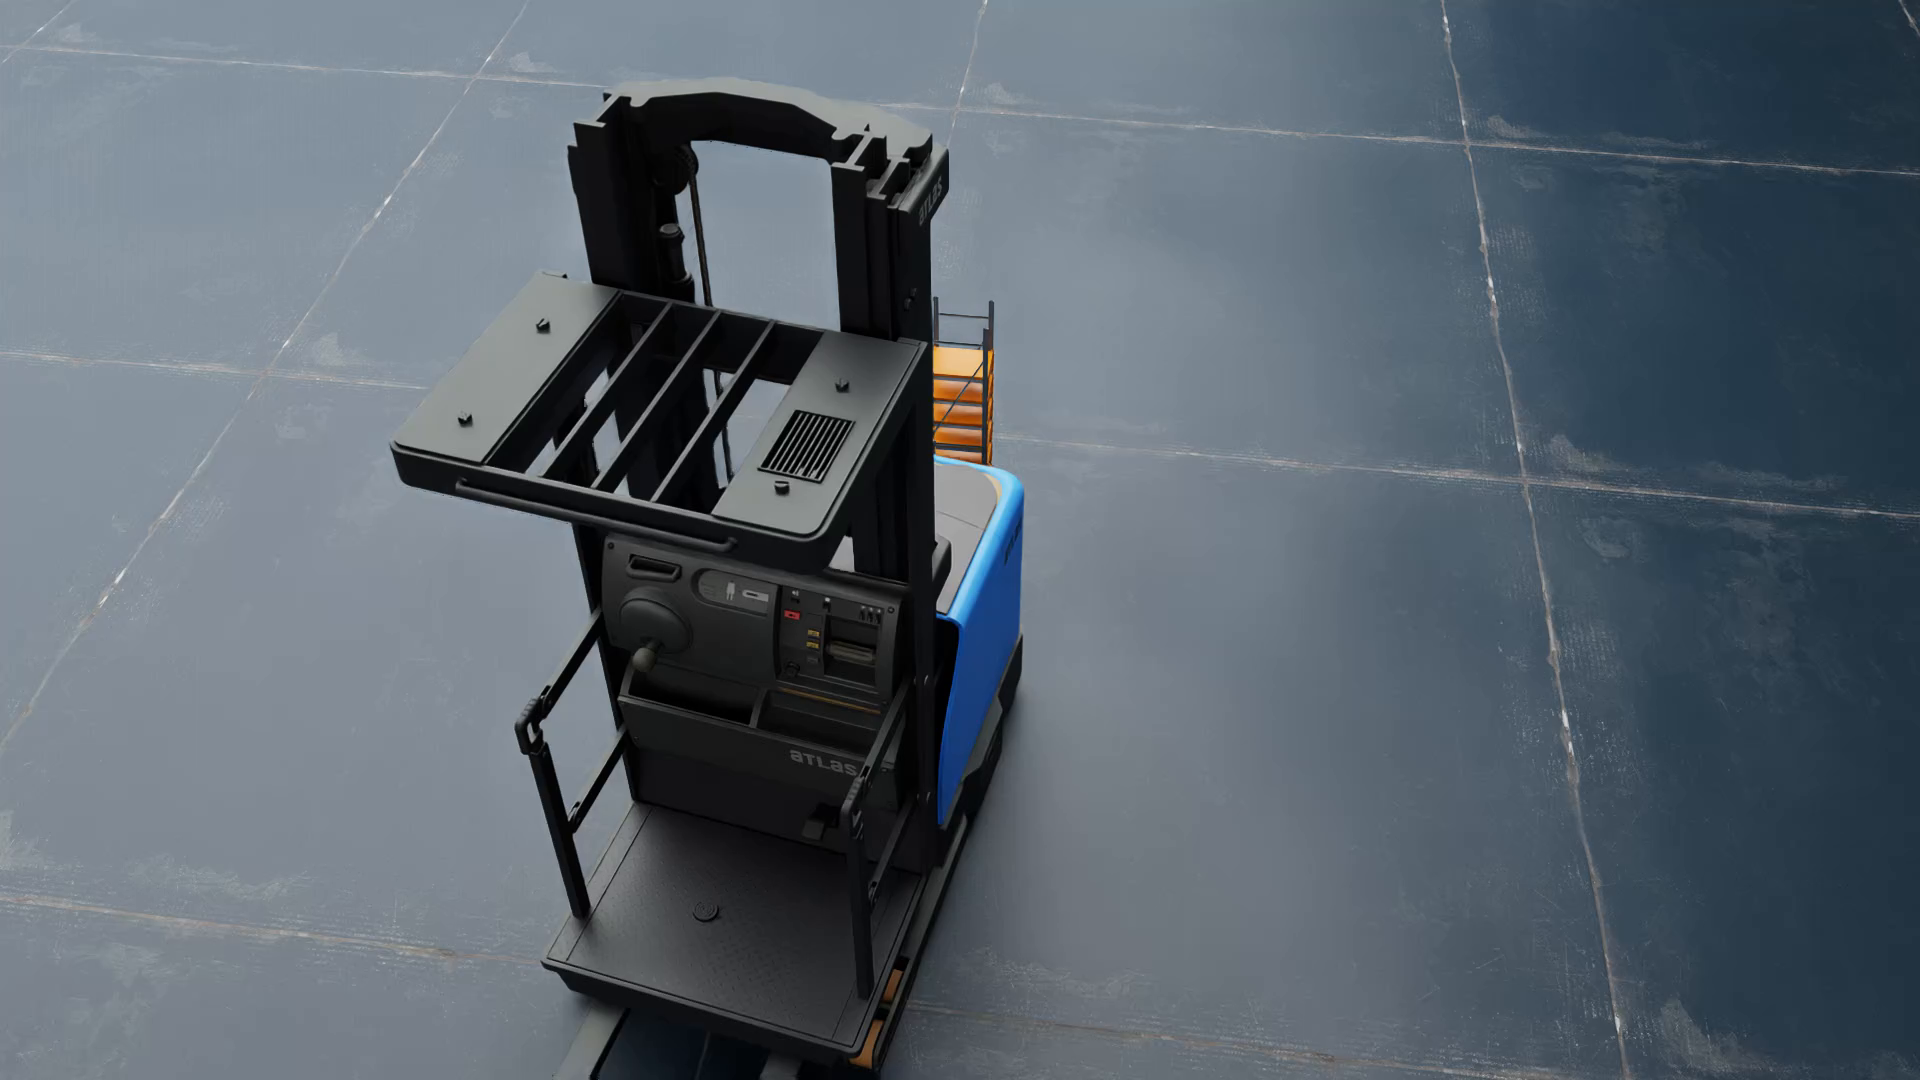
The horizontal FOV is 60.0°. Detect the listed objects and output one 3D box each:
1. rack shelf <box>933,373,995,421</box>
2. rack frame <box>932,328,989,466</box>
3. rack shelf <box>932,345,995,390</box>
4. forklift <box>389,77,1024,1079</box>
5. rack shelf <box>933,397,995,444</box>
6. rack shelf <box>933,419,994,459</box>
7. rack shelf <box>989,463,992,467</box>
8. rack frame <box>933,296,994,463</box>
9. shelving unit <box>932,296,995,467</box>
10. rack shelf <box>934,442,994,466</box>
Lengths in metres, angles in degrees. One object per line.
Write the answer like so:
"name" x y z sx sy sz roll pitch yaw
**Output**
"rack shelf" 0.002 -0.588 6.713 0.258 0.103 0.180 5 44 6
"rack frame" -0.010 -0.383 6.782 0.240 1.200 0.006 5 44 6
"rack shelf" 0.002 -0.675 6.631 0.258 0.103 0.180 5 44 6
"forklift" -0.687 0.341 4.759 1.130 2.935 3.031 12 45 13
"rack shelf" 0.002 -0.500 6.796 0.258 0.103 0.180 5 44 6
"rack shelf" 0.002 -0.413 6.878 0.258 0.103 0.180 5 44 6
"rack shelf" 0.002 -0.239 7.043 0.258 0.103 0.180 5 44 6
"rack frame" 0.014 -0.508 6.914 0.240 1.200 0.006 5 44 6
"shelving unit" 0.002 -0.446 6.848 0.258 1.200 0.189 5 44 6
"rack shelf" 0.002 -0.326 6.961 0.258 0.103 0.180 5 44 6
